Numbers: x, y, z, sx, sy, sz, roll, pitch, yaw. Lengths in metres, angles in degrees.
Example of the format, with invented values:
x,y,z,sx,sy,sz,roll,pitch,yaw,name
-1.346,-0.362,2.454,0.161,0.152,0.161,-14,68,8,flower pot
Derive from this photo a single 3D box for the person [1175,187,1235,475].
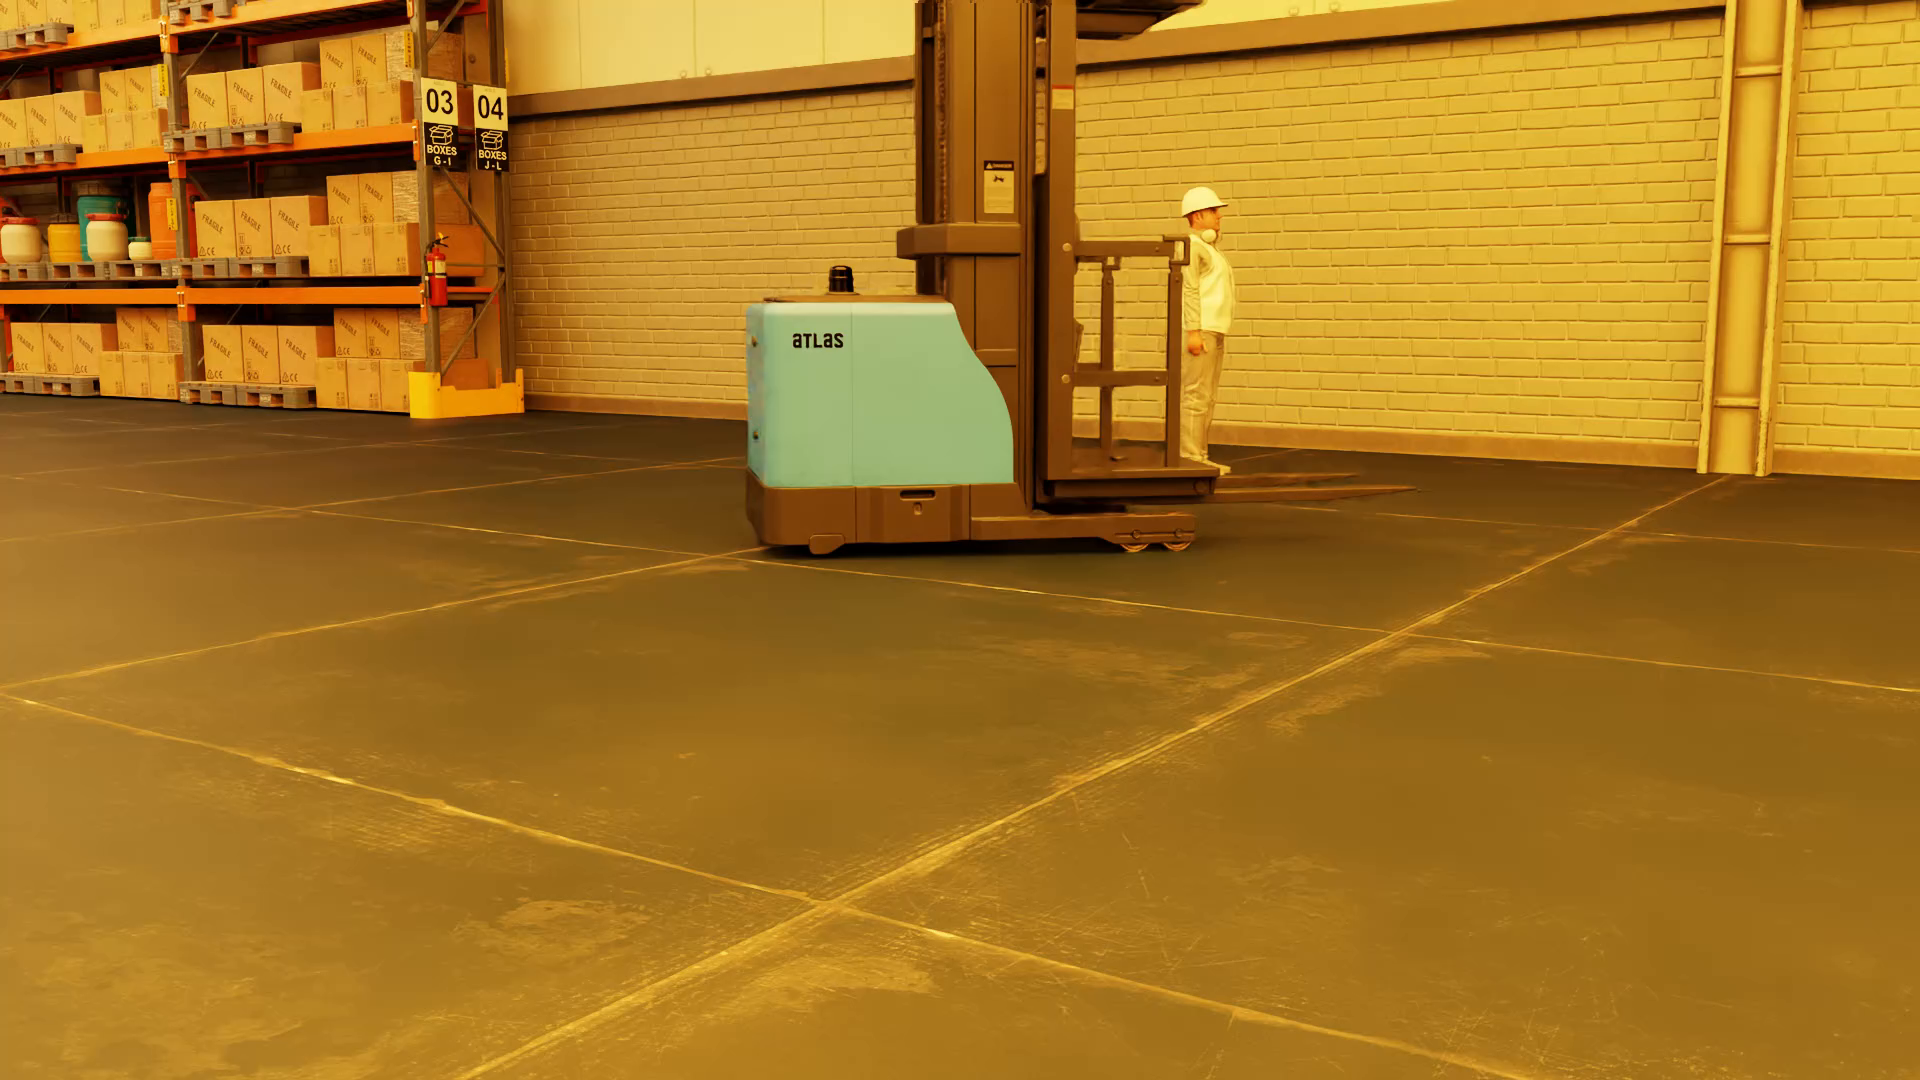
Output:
x,y,z,sx,sy,sz,roll,pitch,yaw,name
1.509,-1.275,10.277,0.362,1.776,0.528,3,9,18,person

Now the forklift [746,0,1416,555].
x,y,z,sx,sy,sz,roll,pitch,yaw,name
0.565,-1.471,7.538,3.031,2.935,1.130,-2,8,-12,forklift
